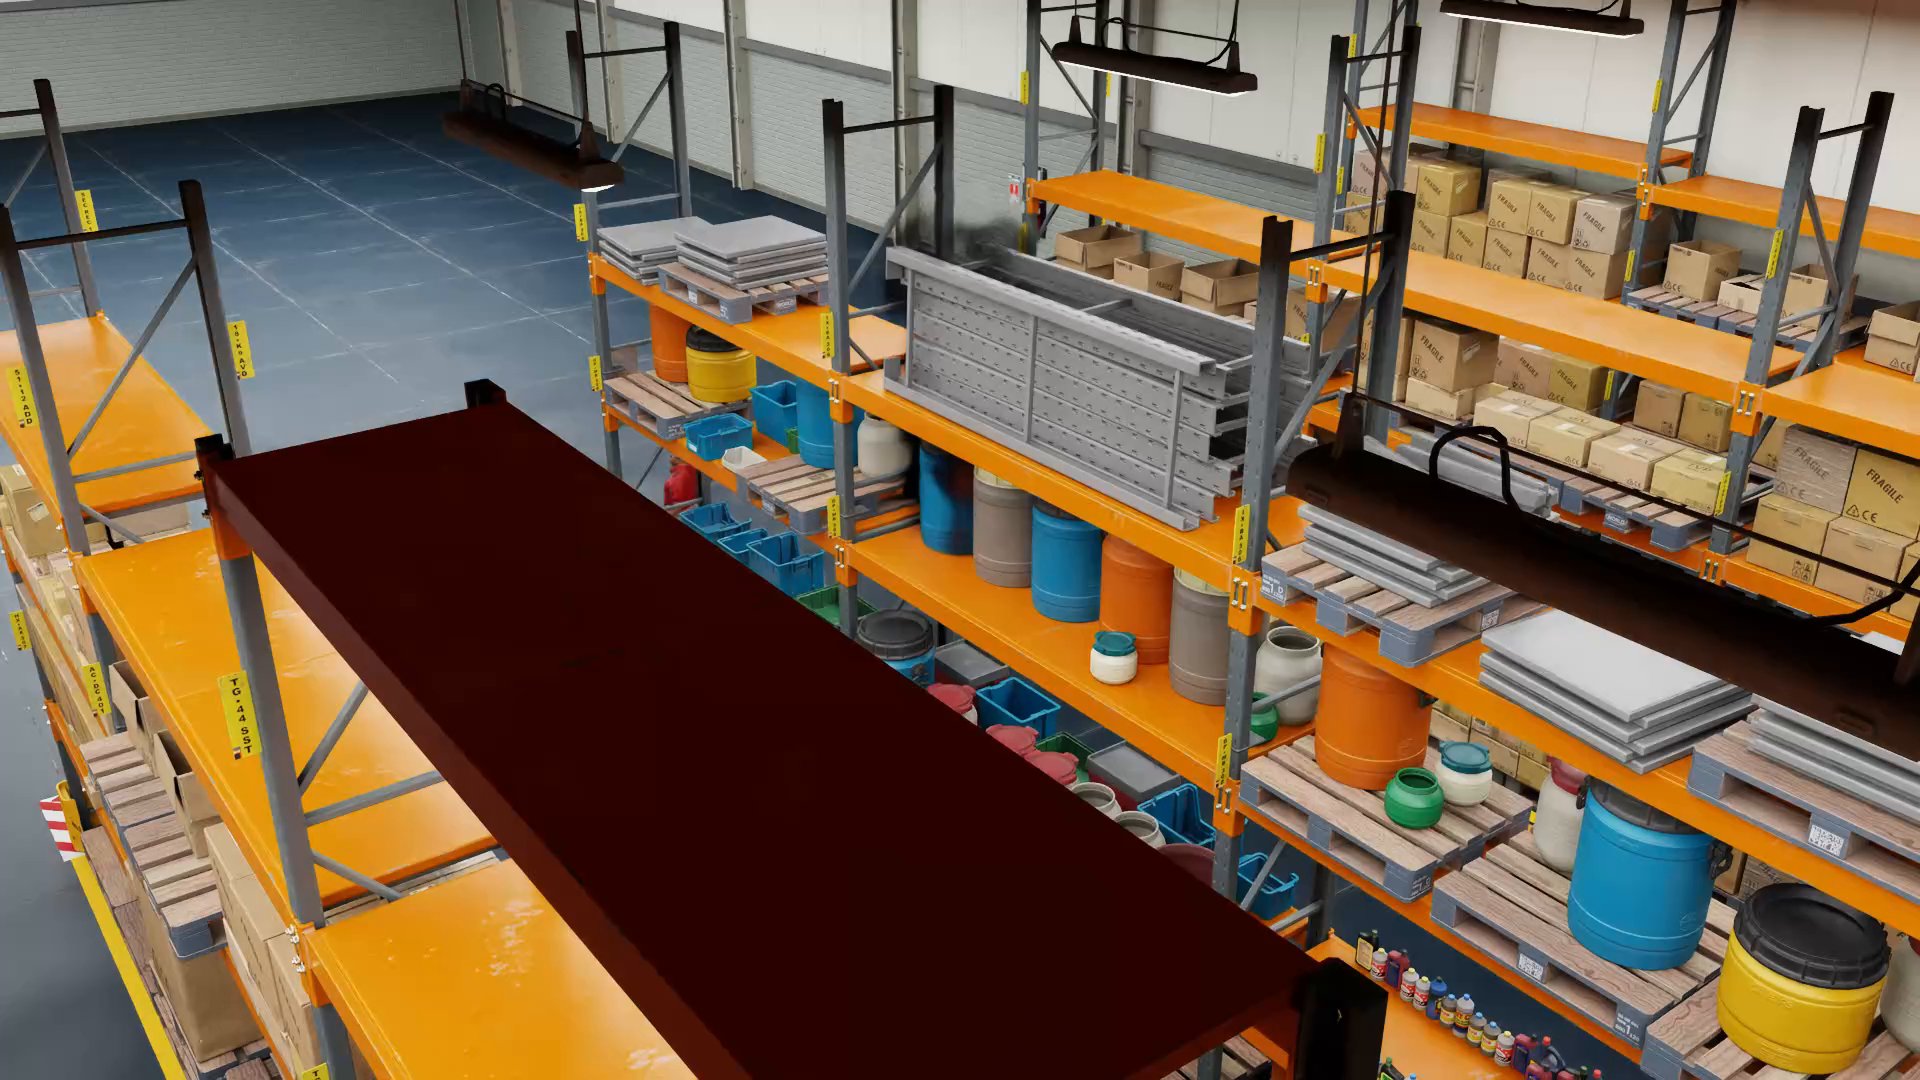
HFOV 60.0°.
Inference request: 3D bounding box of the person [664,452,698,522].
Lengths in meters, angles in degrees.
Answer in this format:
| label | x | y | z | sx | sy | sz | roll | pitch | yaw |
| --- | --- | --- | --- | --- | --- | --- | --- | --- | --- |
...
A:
| label | x | y | z | sx | sy | sz | roll | pitch | yaw |
| --- | --- | --- | --- | --- | --- | --- | --- | --- | --- |
| person | -2.938 | -0.242 | 17.542 | 0.503 | 1.688 | 0.706 | 9 | 26 | 18 |
